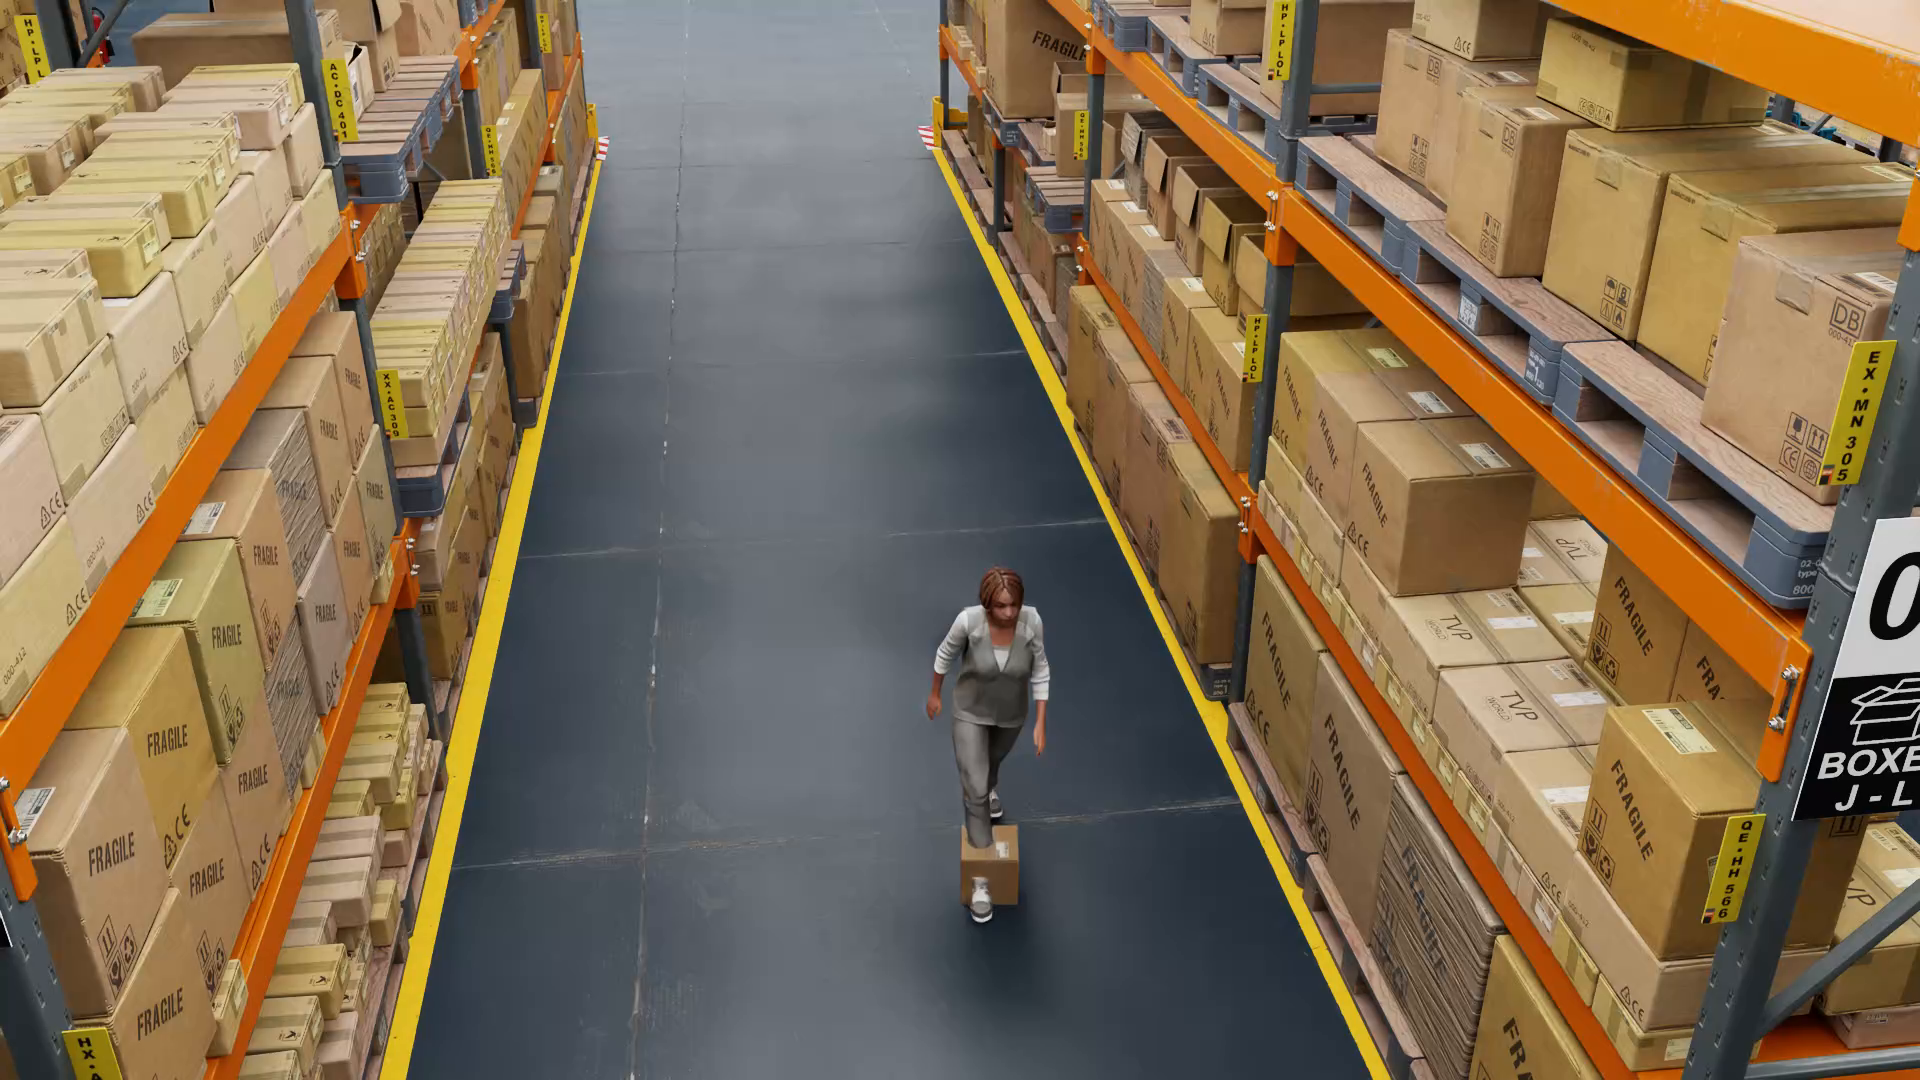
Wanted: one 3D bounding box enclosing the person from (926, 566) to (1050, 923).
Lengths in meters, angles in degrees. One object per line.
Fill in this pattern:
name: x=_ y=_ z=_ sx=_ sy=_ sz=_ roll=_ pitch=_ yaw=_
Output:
person: x=0.133 y=0.751 z=7.227 sx=0.496 sy=1.521 sz=0.962 roll=-7 pitch=28 yaw=-13
